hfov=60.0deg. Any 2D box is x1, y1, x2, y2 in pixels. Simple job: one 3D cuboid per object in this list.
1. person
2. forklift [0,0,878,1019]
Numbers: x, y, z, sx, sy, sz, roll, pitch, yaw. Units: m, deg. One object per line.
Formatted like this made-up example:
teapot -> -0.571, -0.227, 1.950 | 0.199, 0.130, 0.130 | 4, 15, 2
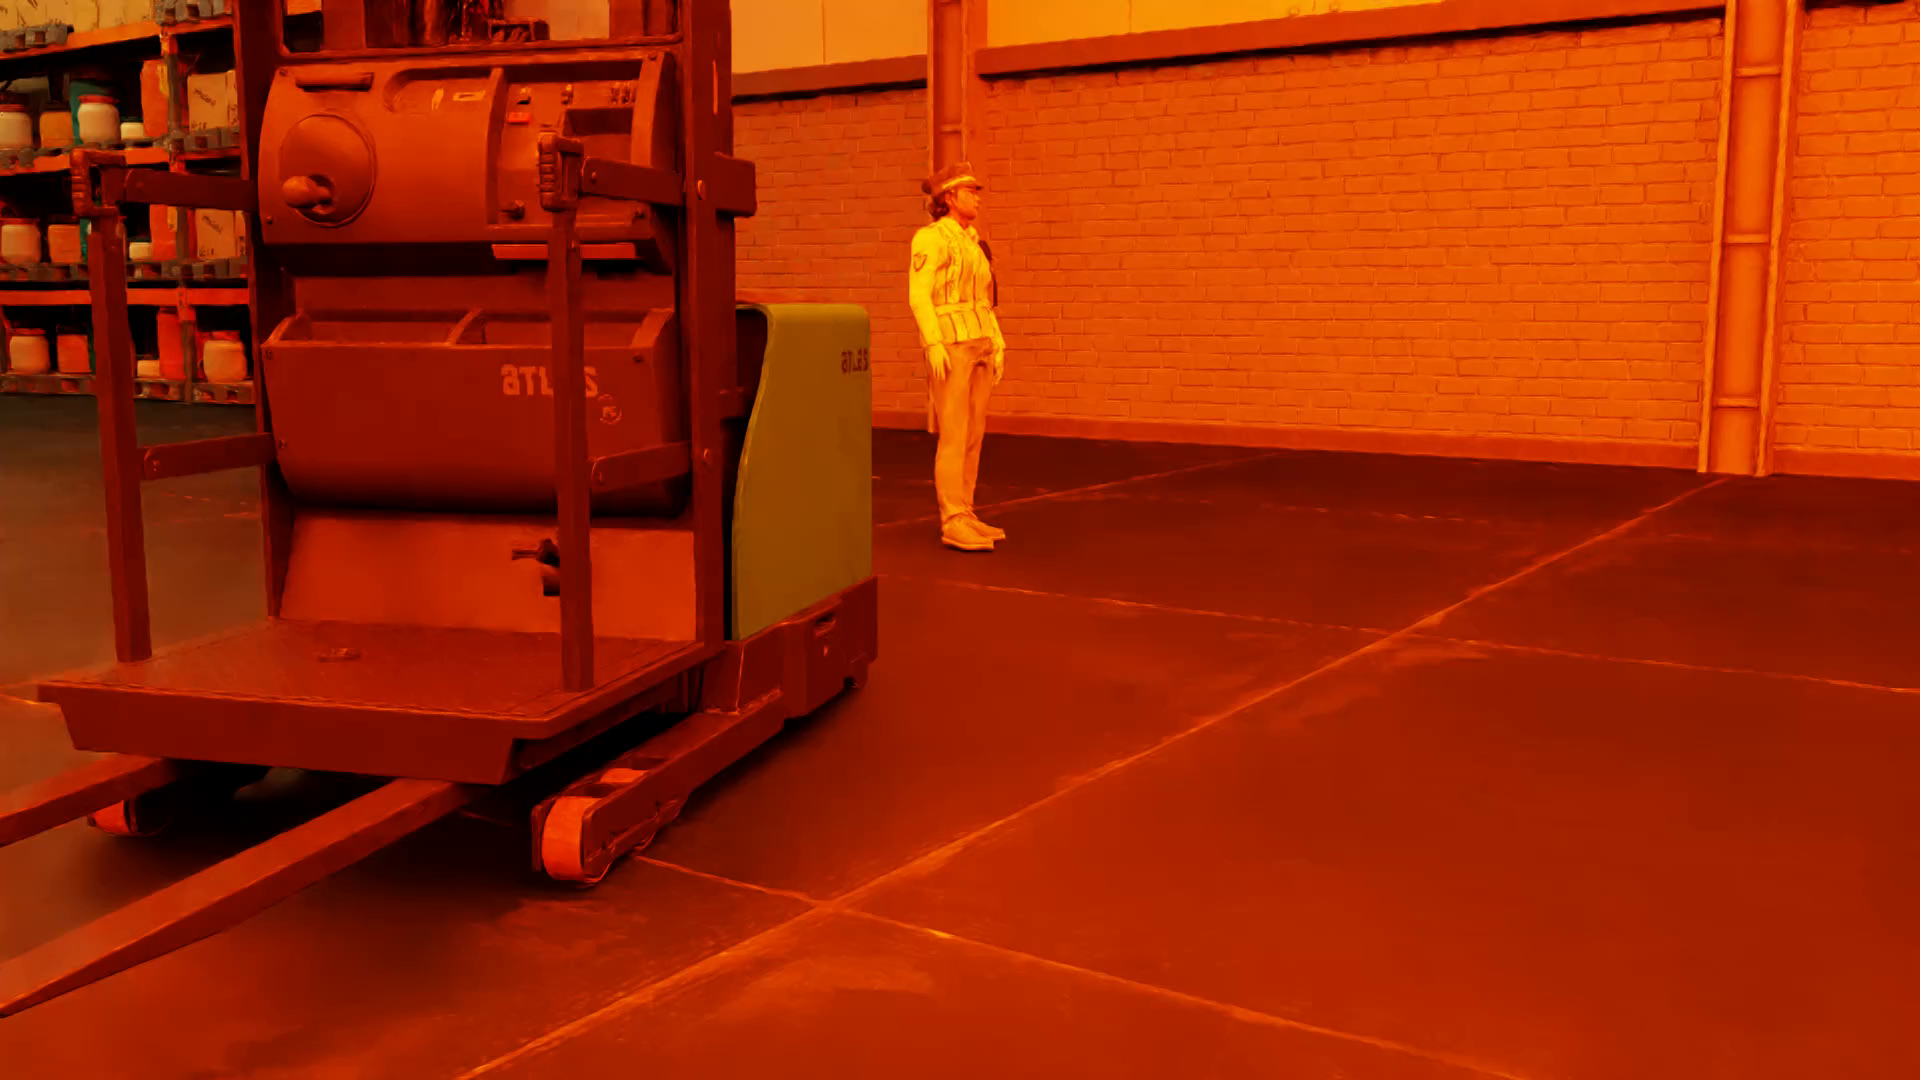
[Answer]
person -> 0.052, -0.840, 7.440 | 0.532, 1.695, 0.586 | 5, 10, 34
forklift -> -1.115, -0.870, 3.314 | 1.130, 2.935, 3.031 | 2, 8, 15
